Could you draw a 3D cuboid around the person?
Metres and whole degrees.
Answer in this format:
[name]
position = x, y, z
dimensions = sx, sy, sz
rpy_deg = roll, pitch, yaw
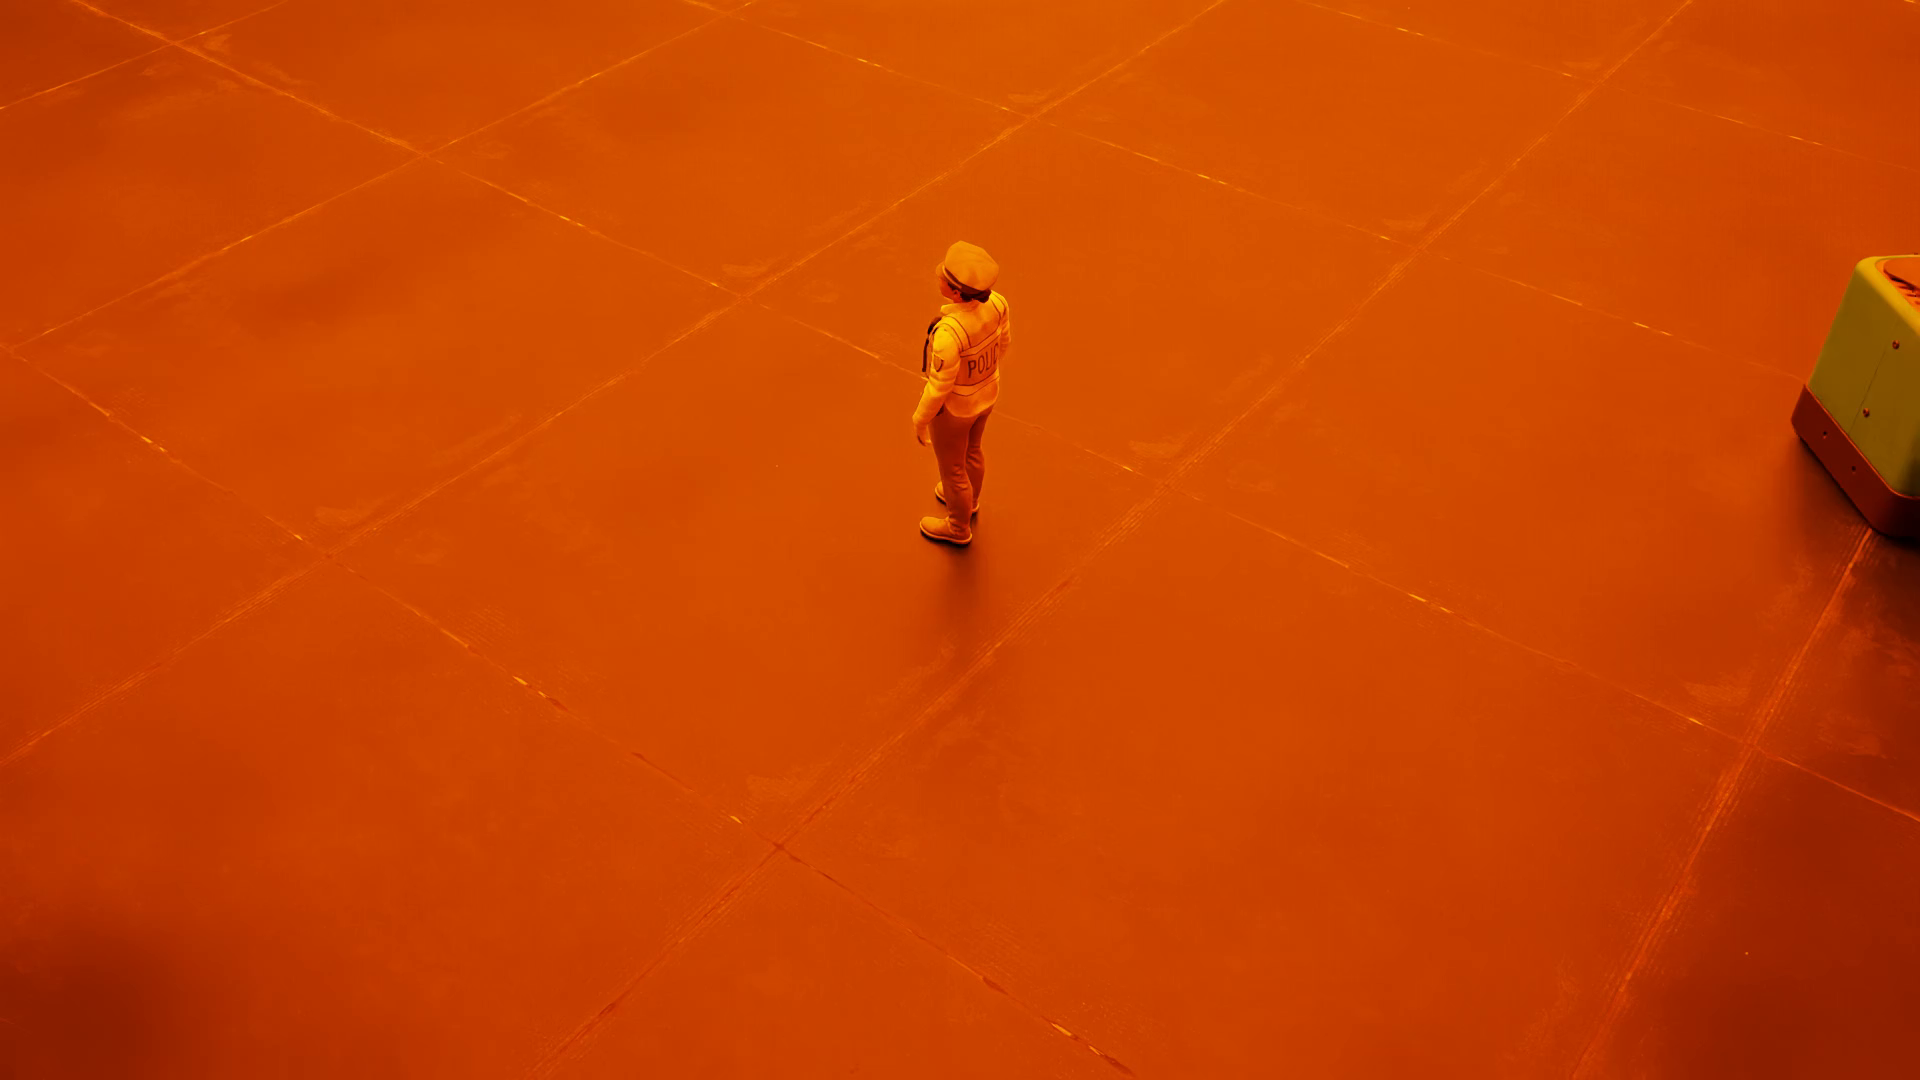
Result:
[person]
position = -0.050, -0.681, 7.815
dimensions = 0.530, 1.694, 0.586
rpy_deg = 26, 47, 28

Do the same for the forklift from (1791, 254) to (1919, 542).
[forklift]
position = 6.025, -1.493, 7.826
dimensions = 3.031, 2.935, 1.130
rpy_deg = -3, 41, -4
